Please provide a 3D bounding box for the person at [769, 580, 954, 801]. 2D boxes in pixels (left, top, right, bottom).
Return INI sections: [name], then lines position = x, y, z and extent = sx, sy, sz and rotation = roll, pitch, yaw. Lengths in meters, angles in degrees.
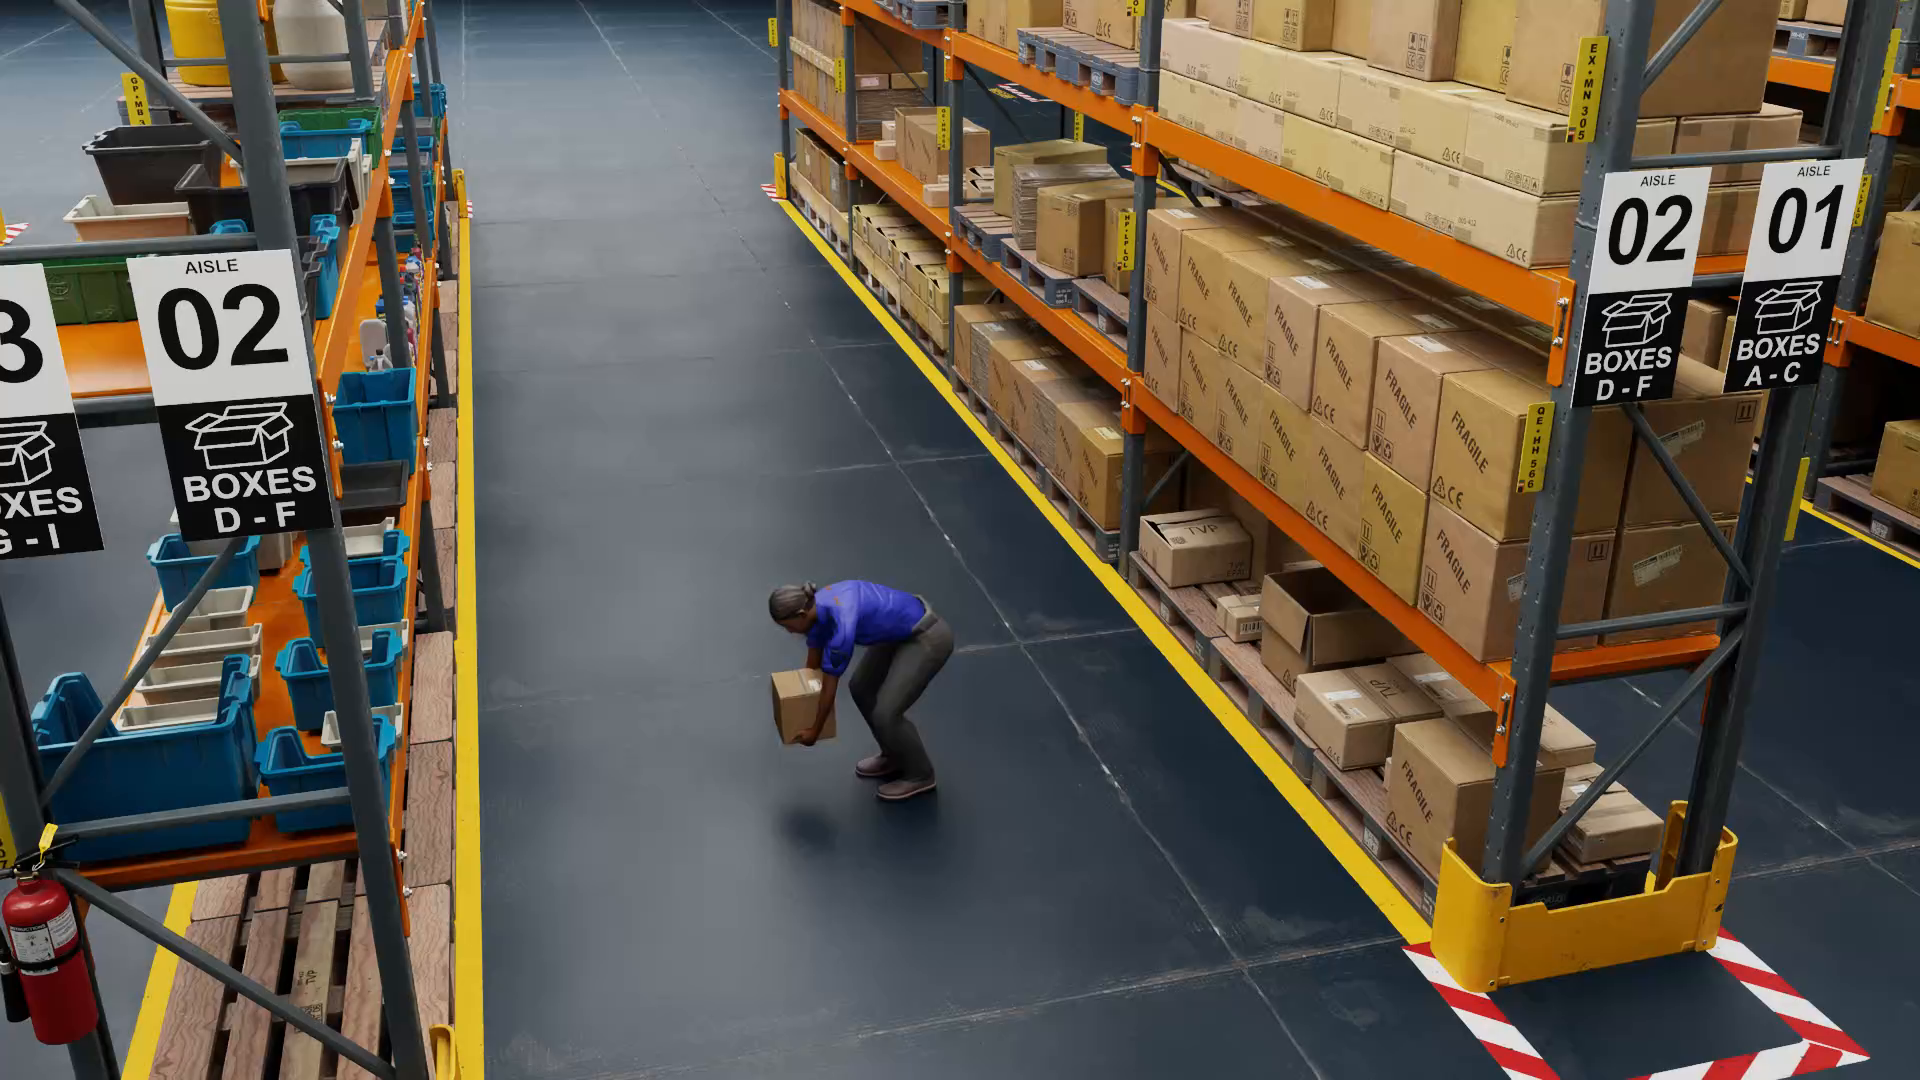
[person]
position = -0.450, 0.670, 7.742
extent = 0.850, 1.104, 0.443
rotation = -7, 24, -17
